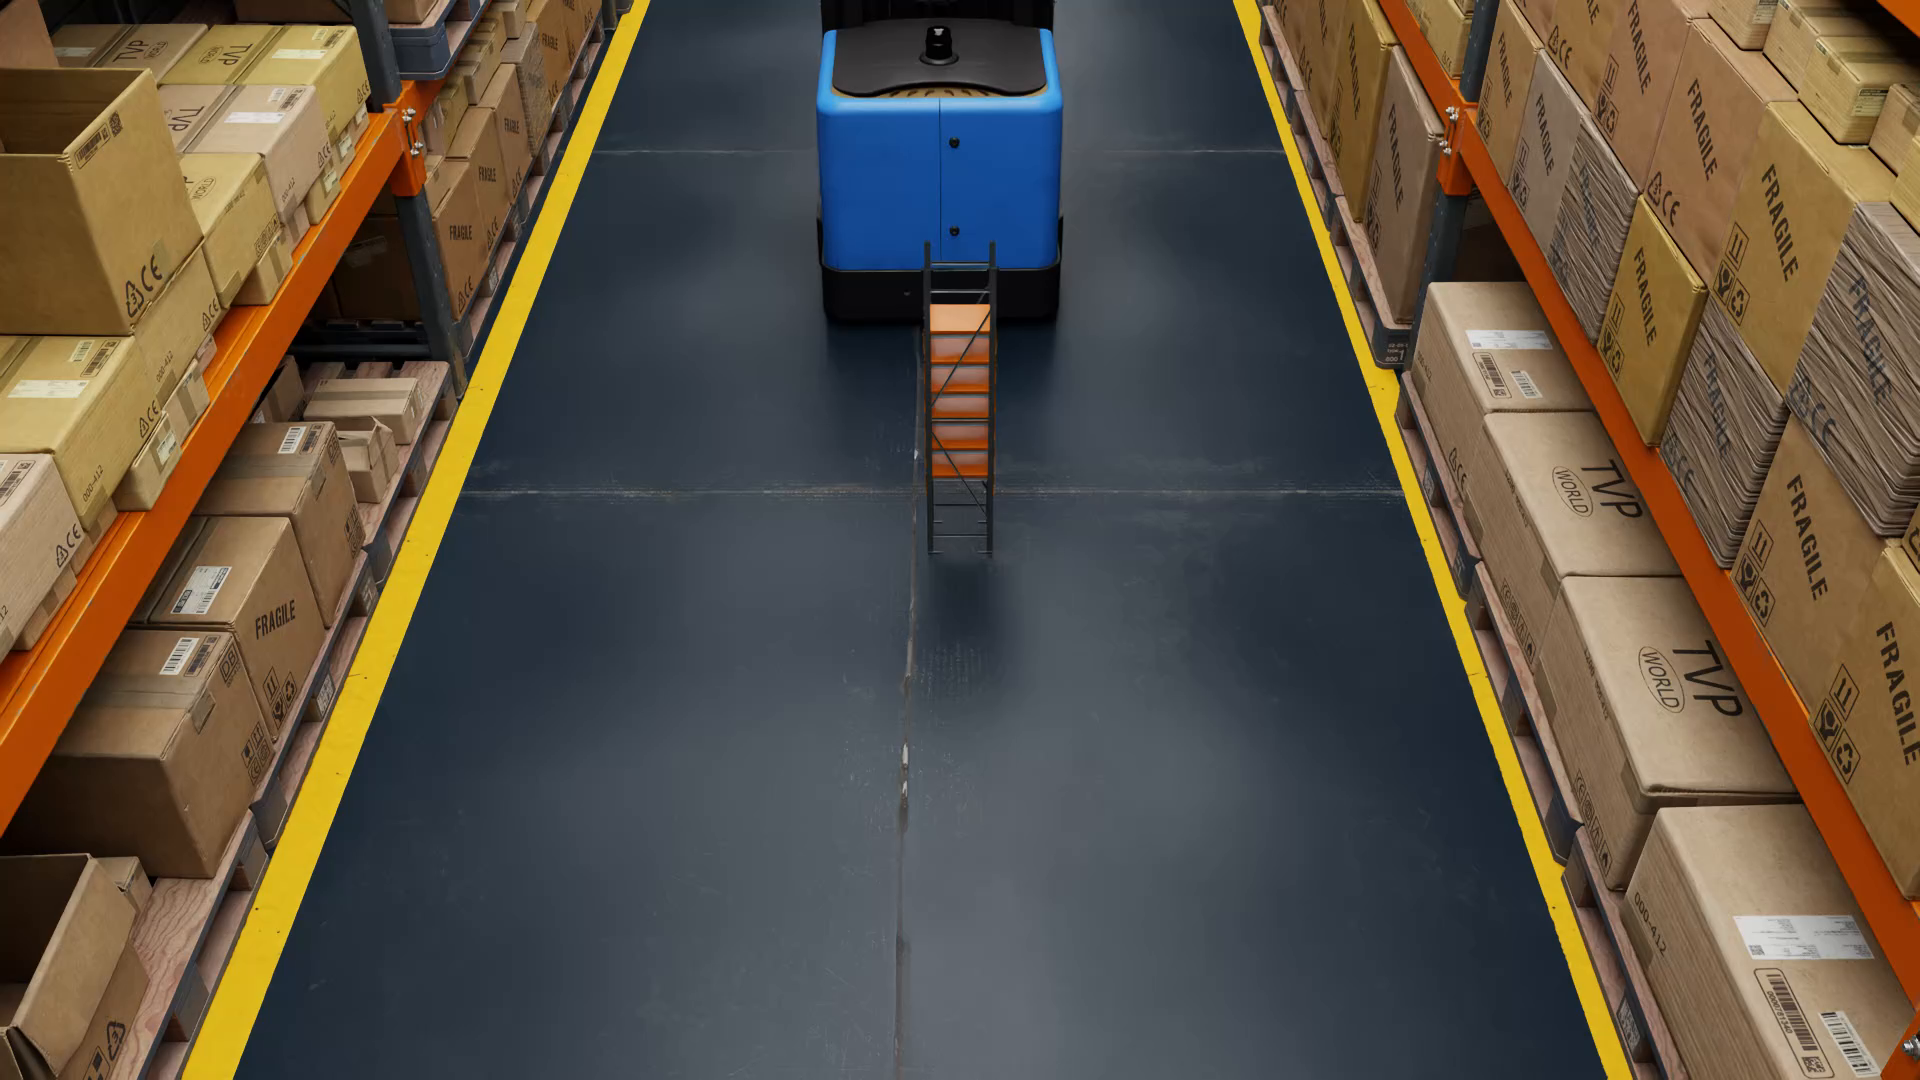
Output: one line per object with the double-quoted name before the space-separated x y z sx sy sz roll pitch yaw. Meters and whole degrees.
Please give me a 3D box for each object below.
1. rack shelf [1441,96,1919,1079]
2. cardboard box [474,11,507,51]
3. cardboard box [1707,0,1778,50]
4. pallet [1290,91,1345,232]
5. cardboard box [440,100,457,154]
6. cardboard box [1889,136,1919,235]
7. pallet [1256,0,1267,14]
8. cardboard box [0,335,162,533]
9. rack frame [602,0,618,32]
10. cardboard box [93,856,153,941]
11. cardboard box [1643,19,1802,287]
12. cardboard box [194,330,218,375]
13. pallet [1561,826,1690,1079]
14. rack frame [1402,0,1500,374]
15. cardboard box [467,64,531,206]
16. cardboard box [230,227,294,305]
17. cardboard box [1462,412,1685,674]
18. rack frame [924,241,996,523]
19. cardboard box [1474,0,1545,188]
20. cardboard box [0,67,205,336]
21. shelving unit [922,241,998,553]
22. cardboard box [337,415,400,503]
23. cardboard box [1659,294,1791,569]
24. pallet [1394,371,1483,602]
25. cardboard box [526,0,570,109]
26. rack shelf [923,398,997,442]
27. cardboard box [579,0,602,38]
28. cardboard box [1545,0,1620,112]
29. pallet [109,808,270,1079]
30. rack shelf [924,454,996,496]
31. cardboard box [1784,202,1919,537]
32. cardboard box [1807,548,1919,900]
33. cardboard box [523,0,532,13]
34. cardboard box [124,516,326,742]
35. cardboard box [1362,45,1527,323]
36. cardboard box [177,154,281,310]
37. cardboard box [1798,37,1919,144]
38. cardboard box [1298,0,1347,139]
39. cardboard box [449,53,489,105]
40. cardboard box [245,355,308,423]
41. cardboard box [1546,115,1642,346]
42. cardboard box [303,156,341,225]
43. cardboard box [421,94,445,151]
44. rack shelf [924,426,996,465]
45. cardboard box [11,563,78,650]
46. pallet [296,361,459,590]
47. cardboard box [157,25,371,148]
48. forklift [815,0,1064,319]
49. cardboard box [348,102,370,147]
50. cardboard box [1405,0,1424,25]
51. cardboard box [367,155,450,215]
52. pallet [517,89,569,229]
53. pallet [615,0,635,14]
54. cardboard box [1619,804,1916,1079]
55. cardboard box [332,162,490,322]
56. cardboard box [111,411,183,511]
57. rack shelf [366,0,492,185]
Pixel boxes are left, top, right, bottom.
"rack shelf" 2.375 -0.266 4.759 1.077 0.370 4.000 0 39 0
"cardboard box" -2.419 -2.443 8.044 0.380 0.149 0.250 0 39 0
"cardboard box" 2.097 -1.330 4.113 0.380 0.149 0.250 0 39 0
"pallet" 2.293 -1.957 8.523 1.003 0.211 1.213 0 39 0
"cardboard box" -2.414 -1.792 7.231 0.380 0.149 0.250 -2 39 -2
"cardboard box" 2.109 -0.681 3.302 0.380 0.149 0.250 1 39 1
"pallet" 2.369 -3.700 10.698 1.003 0.211 1.213 0 39 0
"cardboard box" -2.322 -0.264 4.063 0.500 0.250 0.500 -1 39 -1
"rack frame" -2.595 -4.293 9.209 1.000 3.000 0.127 0 39 0
"cardboard box" -2.454 1.010 4.535 0.380 0.149 0.250 -1 39 -2
"cardboard box" 2.113 -0.977 4.191 0.500 0.500 0.500 0 39 0
"cardboard box" -2.354 -0.530 4.713 0.380 0.149 0.250 0 39 0
"pallet" 2.299 1.292 4.469 1.003 0.211 1.213 0 39 0
"rack frame" 2.373 -1.798 6.095 1.000 3.000 0.127 0 39 0
"cardboard box" -2.373 -1.928 7.920 0.500 0.500 0.500 -1 39 -1
"cardboard box" -2.290 -0.845 5.107 0.380 0.149 0.250 -1 39 -1
"cardboard box" 2.268 -0.009 5.576 0.875 0.438 0.875 -1 39 -1
"rack frame" 0.000 -0.534 5.957 0.240 1.200 0.006 0 39 0
"cardboard box" 2.112 -1.543 5.697 0.500 0.500 0.500 1 39 1
"cardboard box" -2.319 -0.863 4.210 0.500 0.500 0.500 1 39 1
"shelving unit" 0.000 -0.477 5.886 0.258 1.200 0.189 0 39 0
"cardboard box" -2.296 -0.317 6.098 0.396 0.266 0.258 1 39 2
"cardboard box" 2.117 -0.272 4.111 0.500 0.500 0.500 1 39 1
"pallet" 2.296 -0.234 6.373 1.003 0.211 1.213 0 39 0
"cardboard box" -2.386 -2.577 8.730 0.500 0.500 0.500 2 39 2
"rack shelf" 0.000 -0.443 5.914 0.258 0.103 0.180 0 39 0
"cardboard box" -2.380 -3.217 9.529 0.500 0.500 0.500 1 39 1
"cardboard box" 2.126 -1.613 4.985 0.500 0.500 0.500 -1 39 -1
"pallet" -2.588 1.252 4.519 1.003 0.211 1.213 0 39 0
"rack shelf" 0.000 -0.255 6.064 0.258 0.103 0.180 0 39 0
"cardboard box" 2.109 -0.354 3.413 0.500 0.500 0.500 0 39 0
"cardboard box" 2.112 0.363 3.318 0.500 0.500 0.500 0 39 0
"cardboard box" -2.398 -2.770 8.452 0.380 0.149 0.250 -1 39 -1
"cardboard box" -2.355 0.273 5.173 0.500 0.500 0.500 1 39 1
"cardboard box" 2.292 -1.520 7.111 0.875 0.875 0.875 1 39 1
"cardboard box" -2.343 -0.906 4.864 0.500 0.250 0.500 0 39 0
"cardboard box" 2.121 -1.001 3.702 0.380 0.149 0.250 1 39 1
"cardboard box" 2.283 -2.644 8.514 0.875 0.875 0.875 0 39 1
"cardboard box" -2.391 -2.119 7.640 0.380 0.149 0.250 0 39 0
"cardboard box" -2.826 -0.493 6.281 0.500 0.311 0.500 1 39 2
"cardboard box" 2.102 -0.917 4.916 0.500 0.500 0.500 0 39 0
"cardboard box" -2.291 -1.169 5.511 0.380 0.149 0.250 1 39 1
"cardboard box" -2.373 -1.736 6.925 0.380 0.149 0.250 -2 39 -2
"rack shelf" 0.000 -0.349 5.989 0.258 0.103 0.180 0 39 0
"cardboard box" -2.333 0.120 3.902 0.380 0.149 0.250 1 39 1
"pallet" -2.591 -0.274 6.423 1.003 0.211 1.213 0 39 0
"cardboard box" -2.346 -1.531 5.644 0.500 0.250 0.500 1 39 1
"forklift" -0.110 -3.015 7.669 1.130 2.935 3.031 -1 39 -1
"cardboard box" -2.338 -1.495 5.917 0.380 0.149 0.250 0 39 1
"cardboard box" 2.121 -2.338 6.889 0.500 0.250 0.500 -1 39 -1
"cardboard box" -2.325 -1.458 6.815 0.380 0.149 0.250 2 39 2
"pallet" -2.634 -1.977 8.548 1.003 0.211 1.213 0 39 0
"pallet" -2.557 -3.720 10.723 1.003 0.211 1.213 0 39 0
"cardboard box" 2.277 1.127 4.158 0.875 0.438 0.875 -1 39 -2
"cardboard box" -2.366 -1.283 7.115 0.500 0.500 0.500 2 39 2
"cardboard box" -2.264 -0.204 4.307 0.380 0.149 0.250 -1 39 -1
"rack shelf" -2.593 -2.762 7.873 1.077 0.370 4.000 0 39 0
